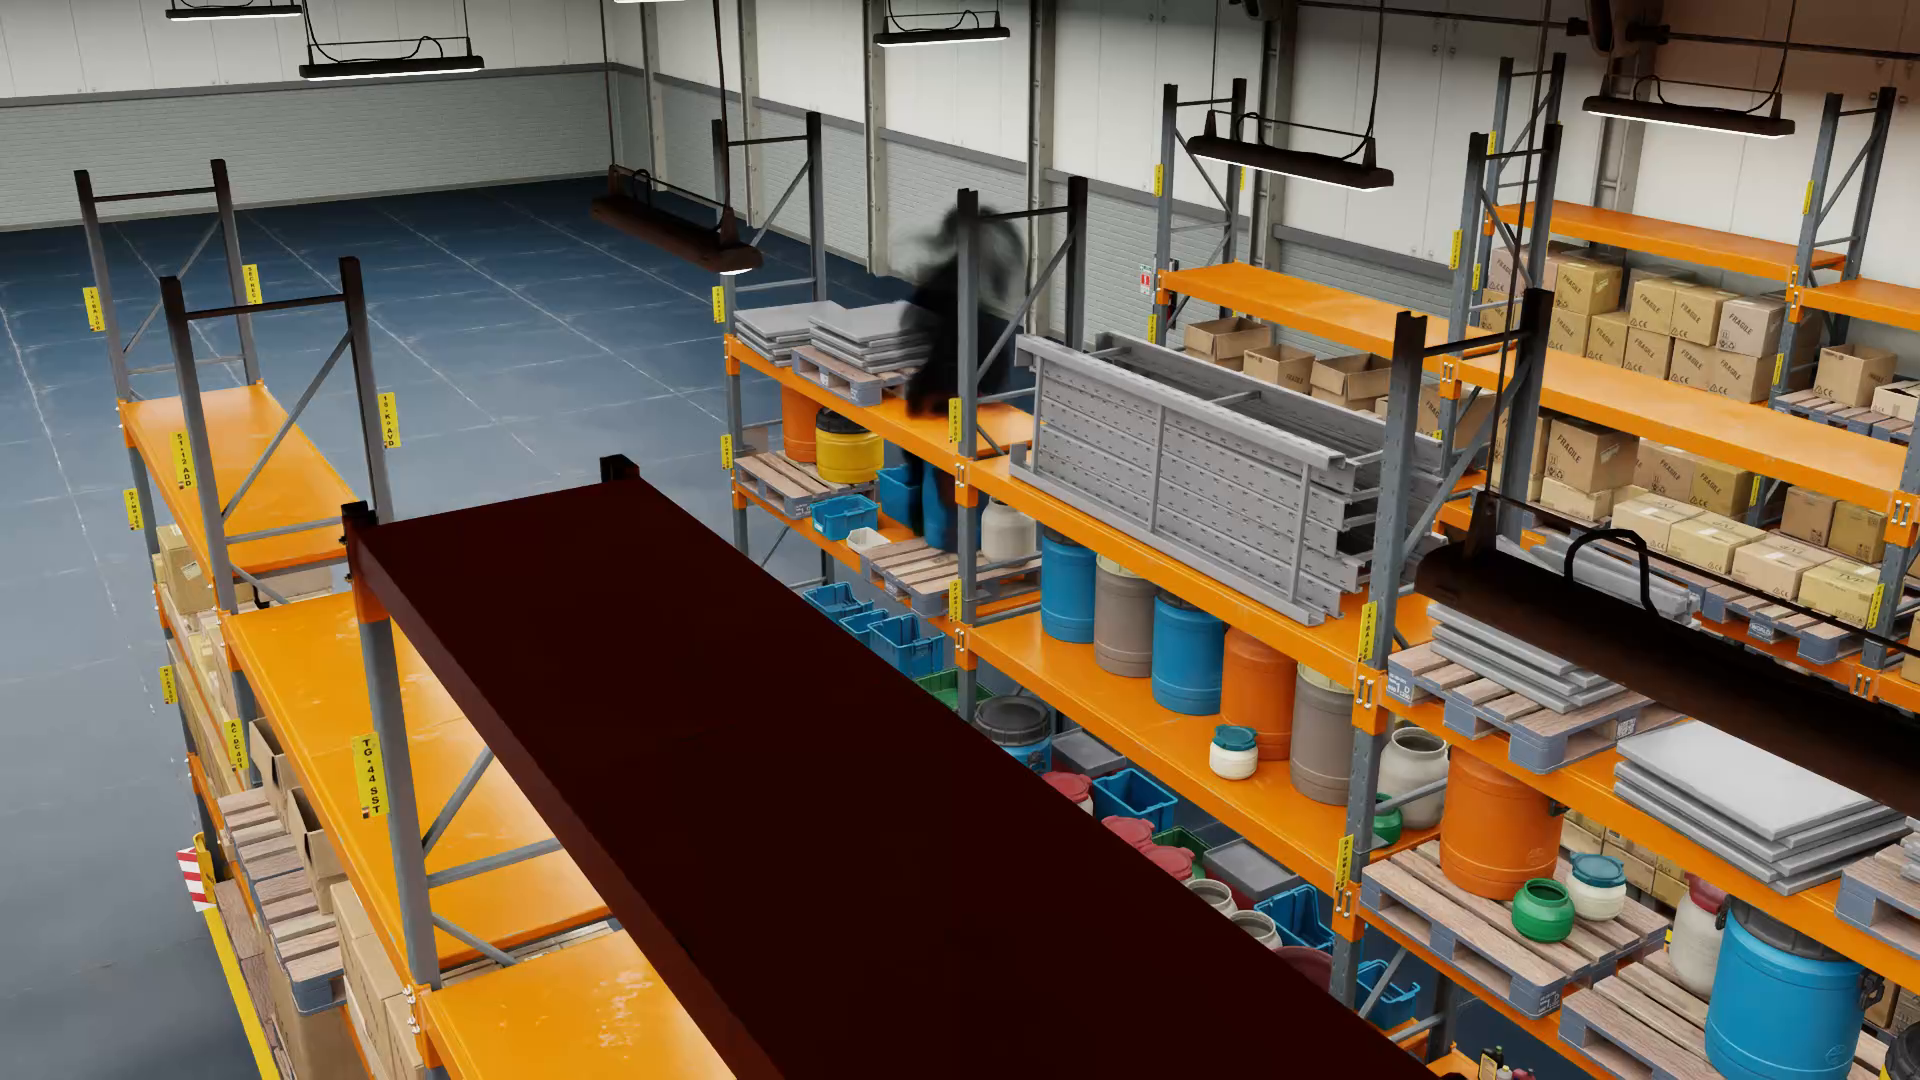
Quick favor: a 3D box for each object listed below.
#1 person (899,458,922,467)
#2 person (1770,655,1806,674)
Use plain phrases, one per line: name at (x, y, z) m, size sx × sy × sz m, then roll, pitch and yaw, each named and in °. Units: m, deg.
person at (-0.447, -0.173, 19.629) m, size 0.922 × 1.668 × 0.615 m, roll -2°, pitch 22°, yaw -5°
person at (7.793, 1.440, 15.644) m, size 0.565 × 1.630 × 0.572 m, roll -16°, pitch 27°, yaw -35°
